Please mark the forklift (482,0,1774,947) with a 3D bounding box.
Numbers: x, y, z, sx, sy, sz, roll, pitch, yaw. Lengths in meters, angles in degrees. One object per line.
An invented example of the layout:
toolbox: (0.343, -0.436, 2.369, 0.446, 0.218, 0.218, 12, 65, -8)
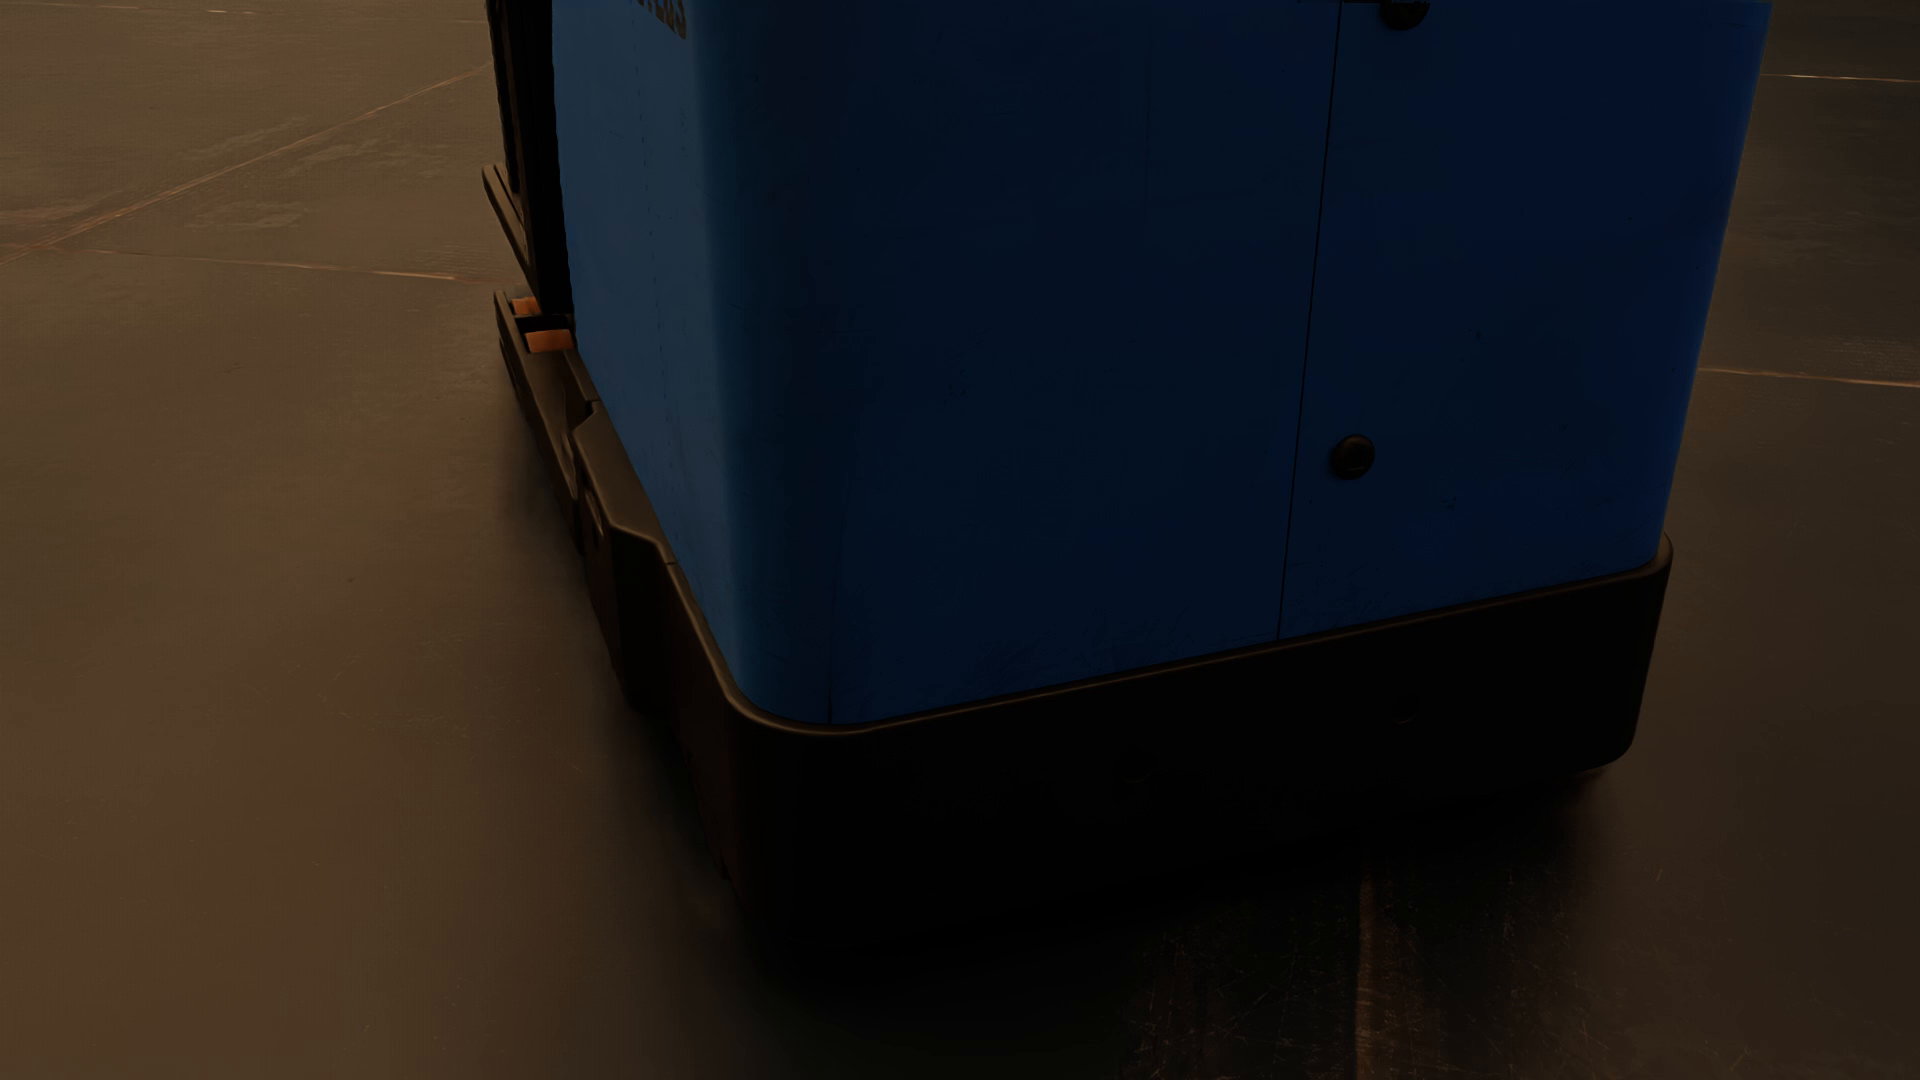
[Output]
forklift: (-0.213, -1.566, 2.351, 1.130, 2.935, 3.031, -9, 28, -18)
